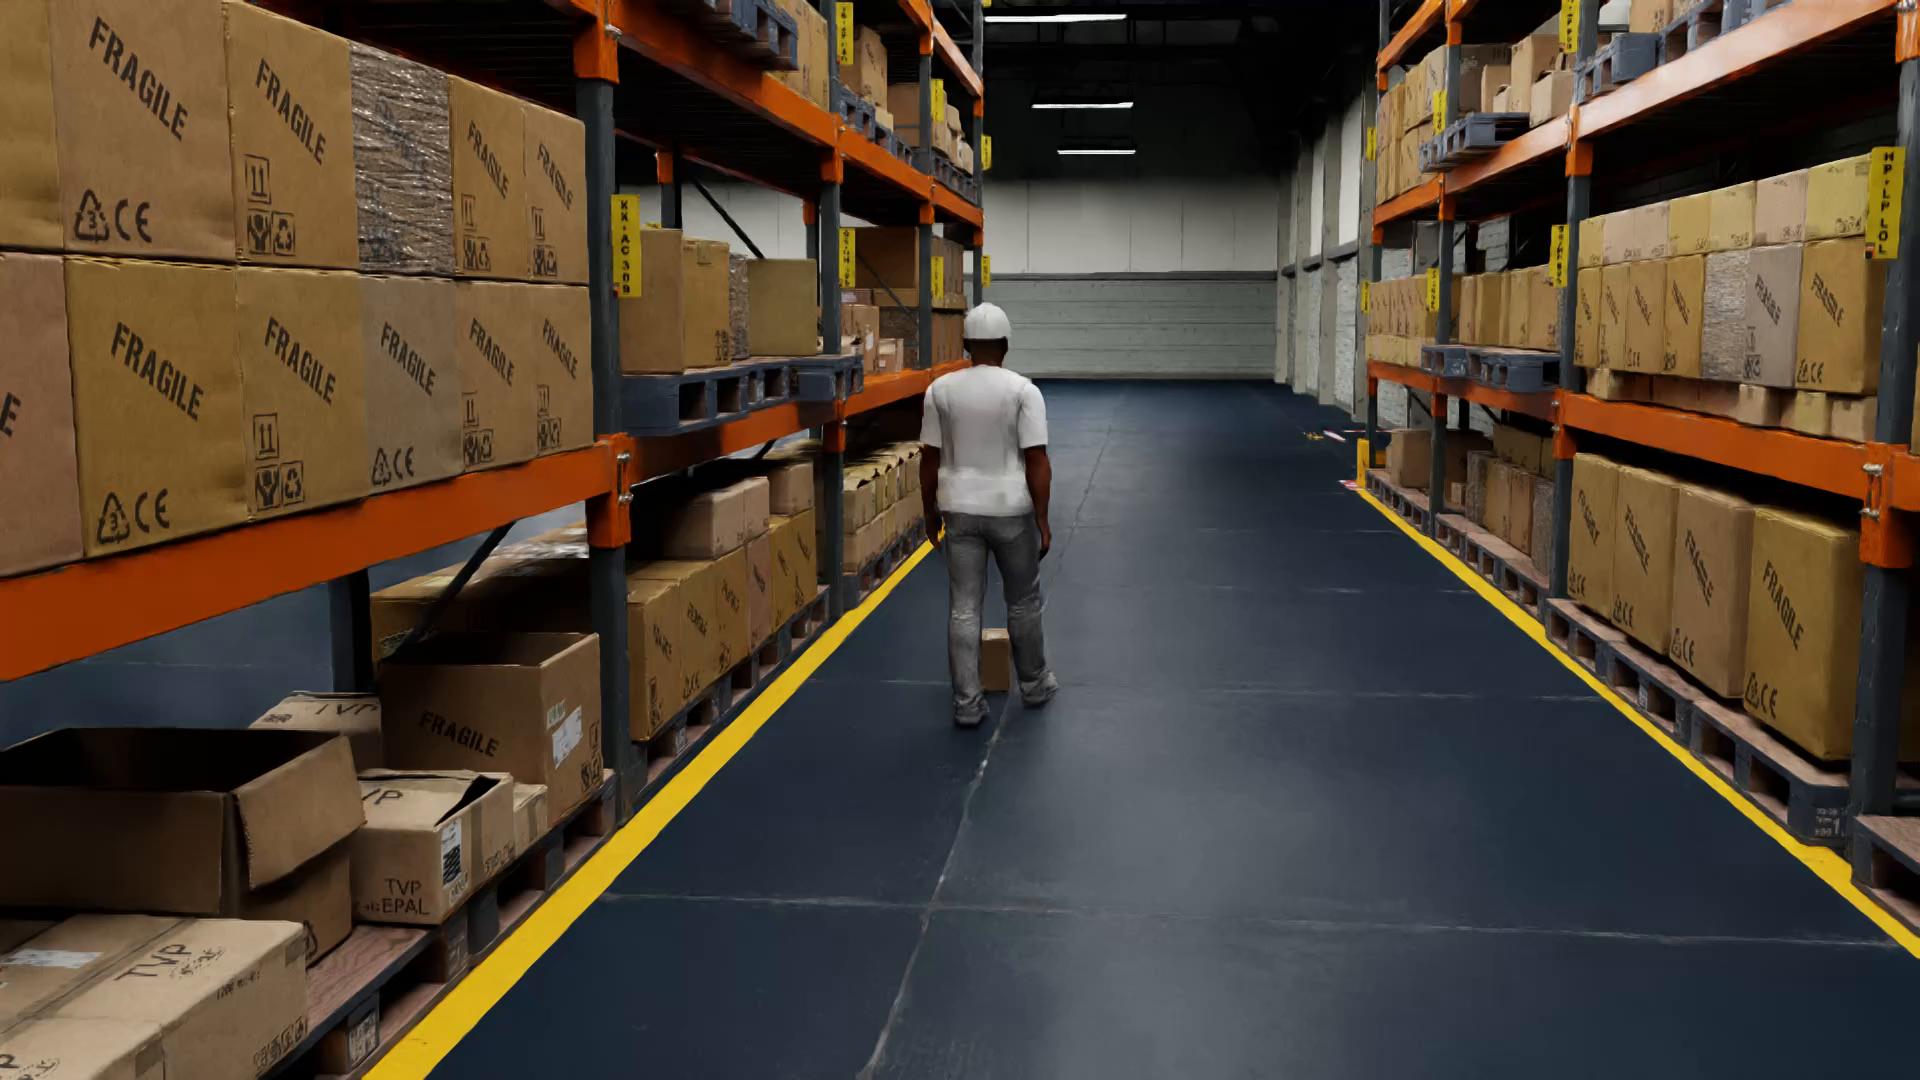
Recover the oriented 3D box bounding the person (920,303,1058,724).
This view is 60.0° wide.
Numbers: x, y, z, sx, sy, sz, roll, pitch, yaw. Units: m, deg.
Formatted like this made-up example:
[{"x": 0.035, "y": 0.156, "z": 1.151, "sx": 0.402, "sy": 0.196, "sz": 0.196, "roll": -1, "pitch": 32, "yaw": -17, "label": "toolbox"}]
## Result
[{"x": 0.140, "y": -0.137, "z": 7.180, "sx": 0.577, "sy": 1.753, "sz": 0.726, "roll": 2, "pitch": 8, "yaw": 13, "label": "person"}]
